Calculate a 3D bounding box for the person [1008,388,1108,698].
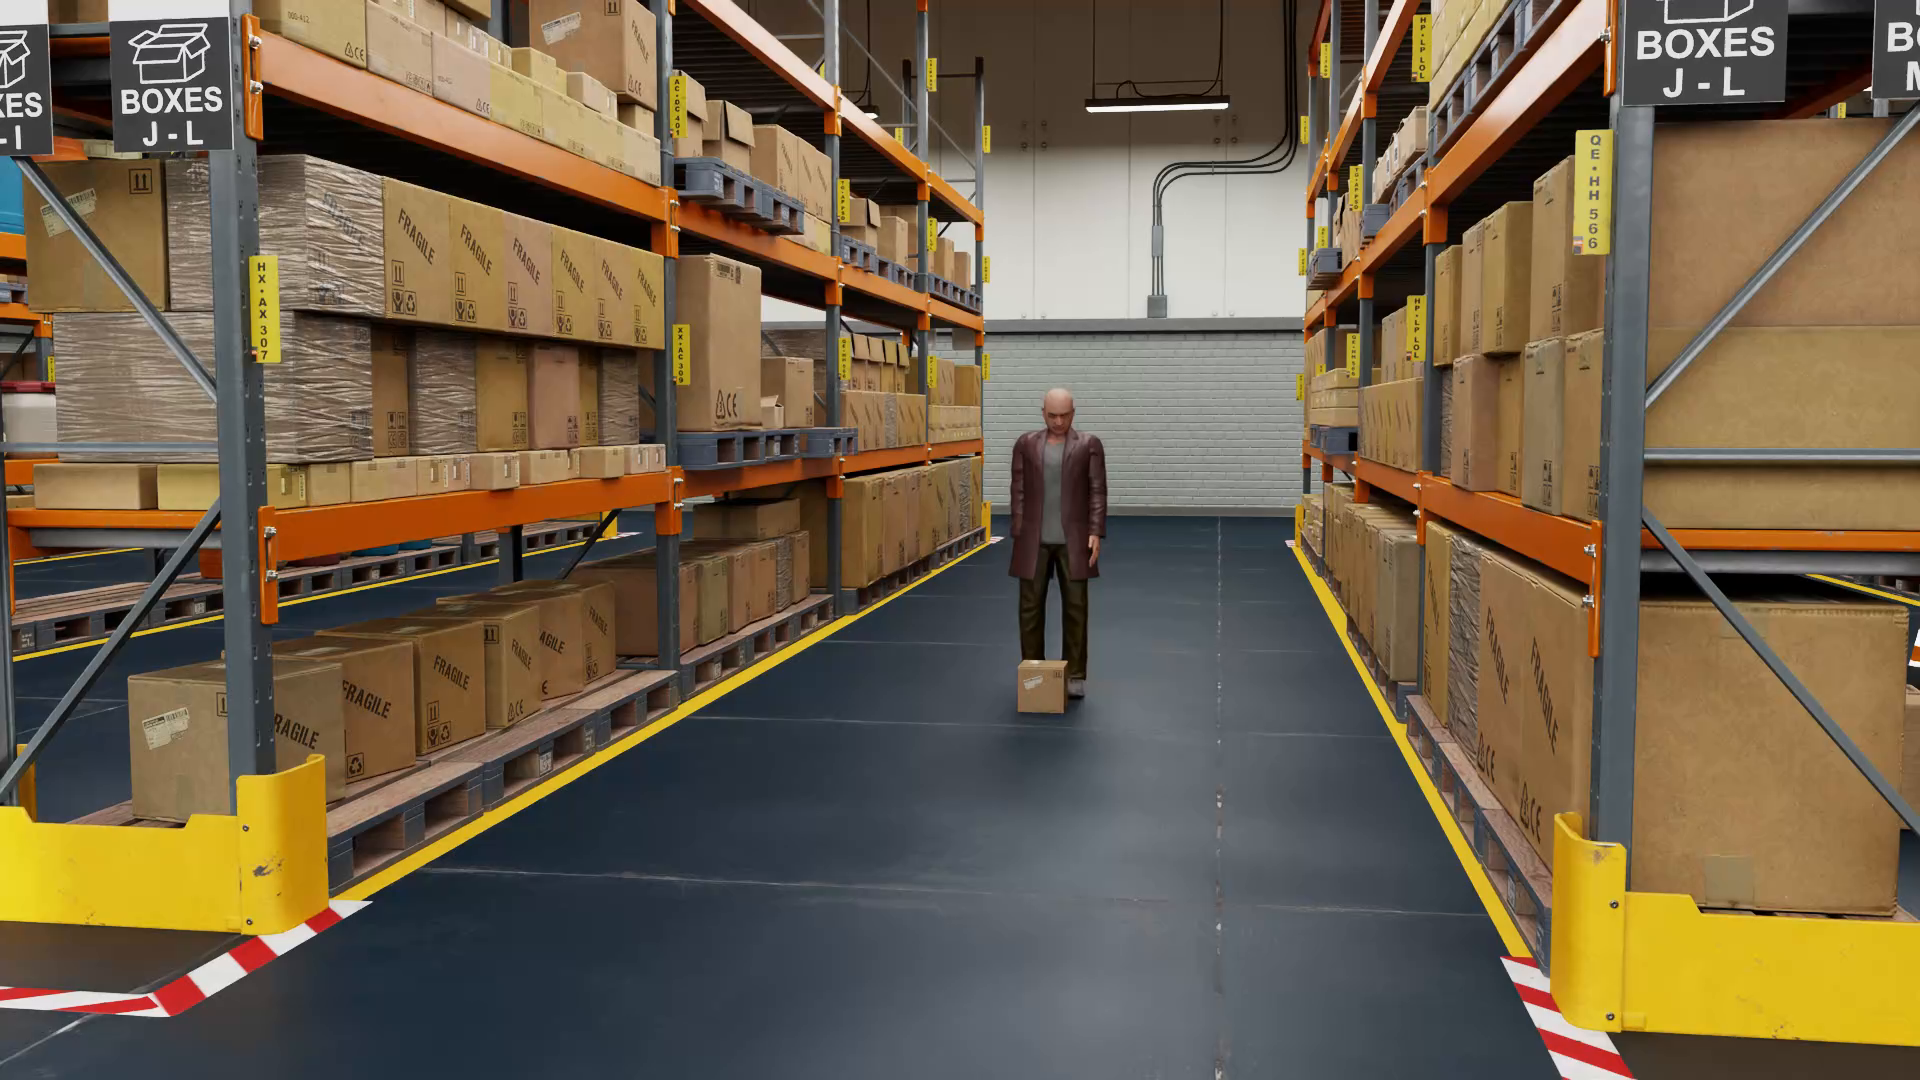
[{"bbox_3d":[0.561,0.012,9.542,0.567,1.767,0.376,1,4,10],"label":"person"}]
